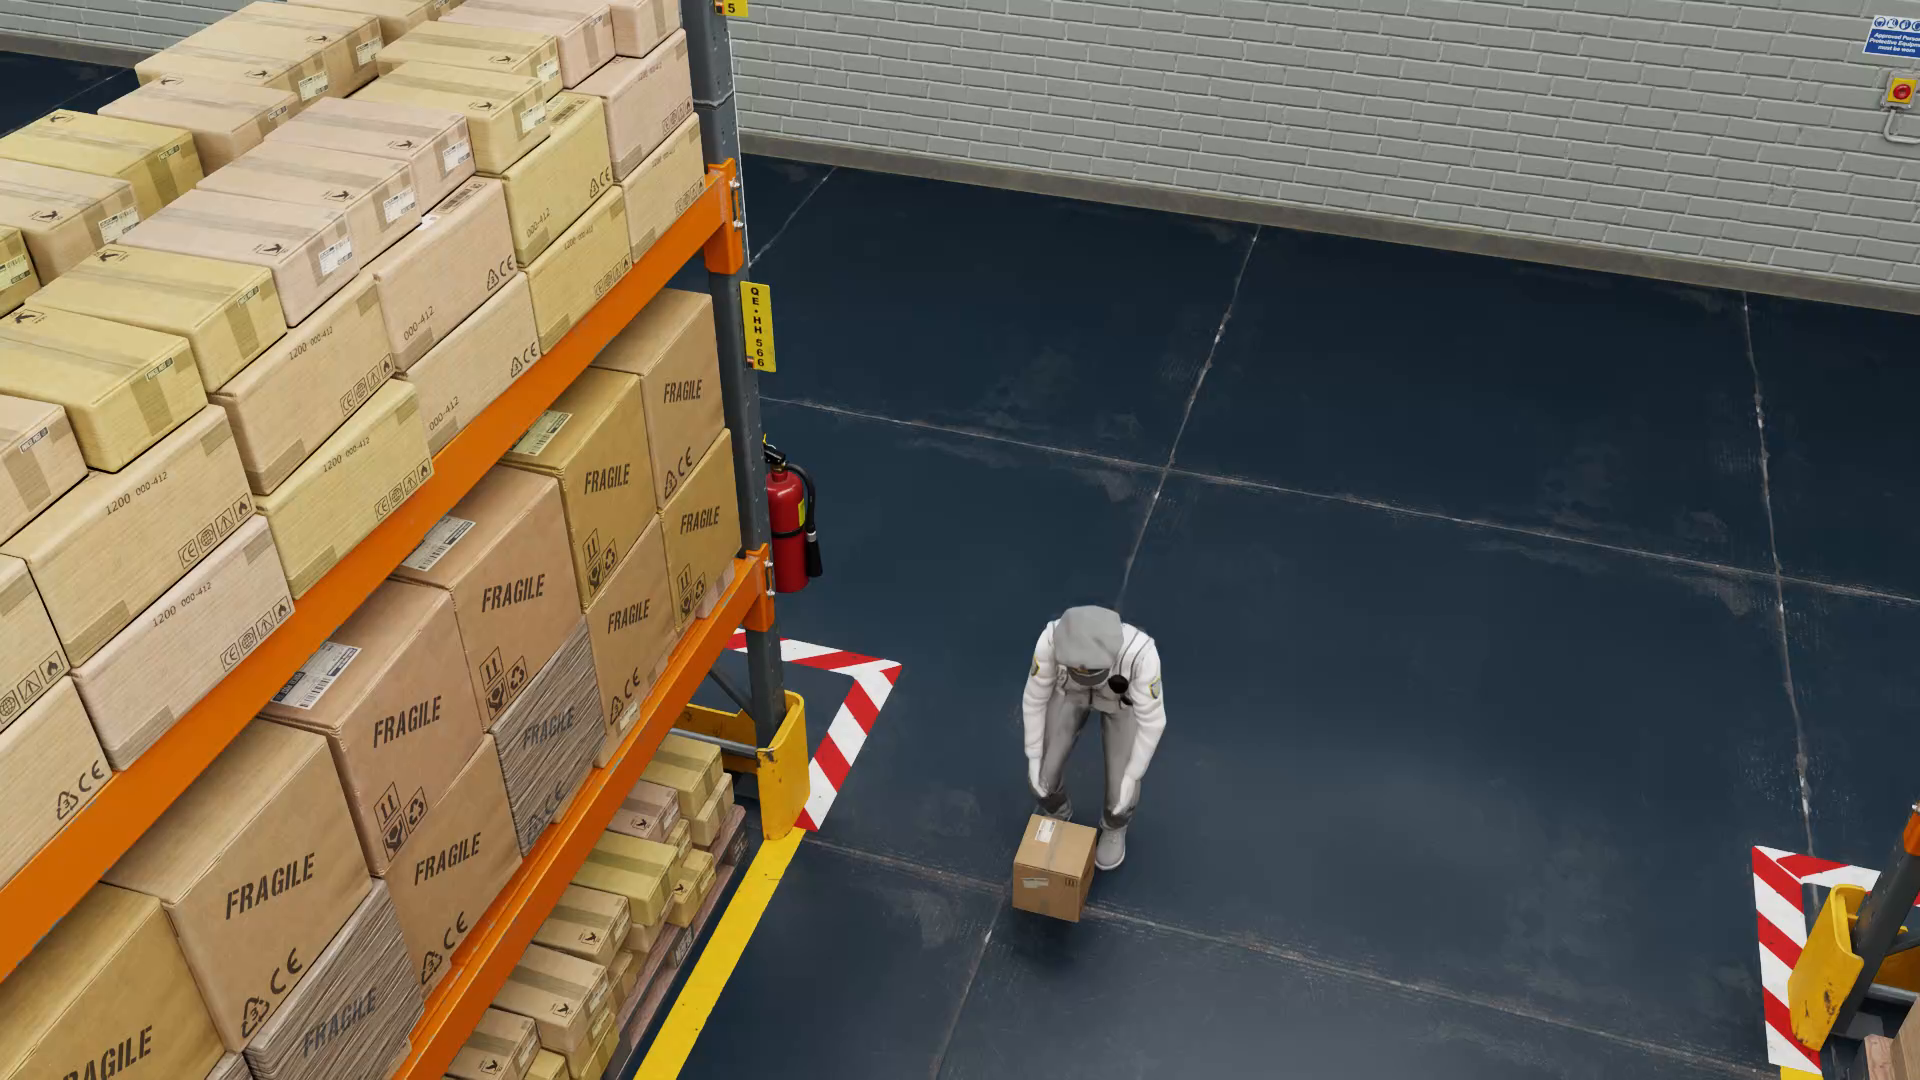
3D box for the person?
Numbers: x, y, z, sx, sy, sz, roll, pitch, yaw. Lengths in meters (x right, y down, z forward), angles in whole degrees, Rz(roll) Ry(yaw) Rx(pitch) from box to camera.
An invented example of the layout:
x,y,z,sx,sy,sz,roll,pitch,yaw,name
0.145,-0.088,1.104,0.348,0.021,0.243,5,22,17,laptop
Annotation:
x,y,z,sx,sy,sz,roll,pitch,yaw,name
0.507,0.699,6.216,0.535,1.376,0.708,11,39,14,person
